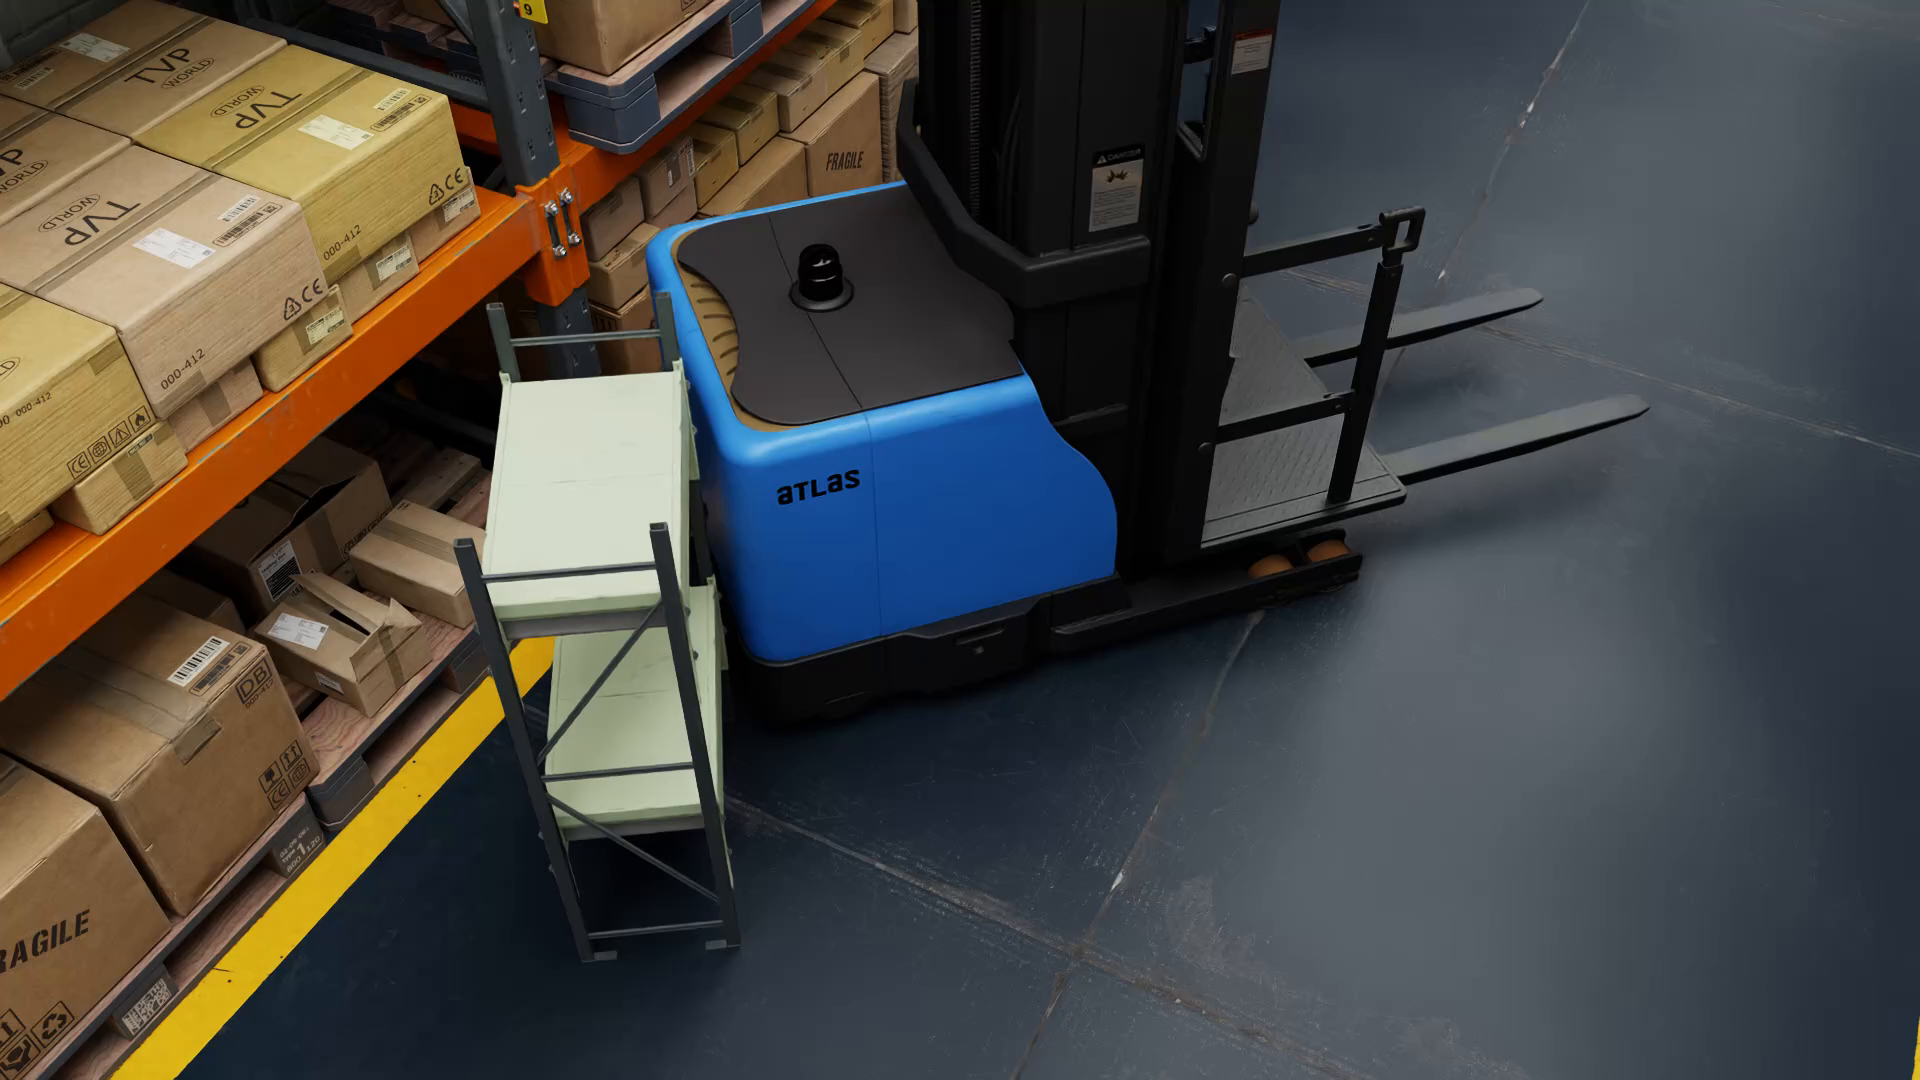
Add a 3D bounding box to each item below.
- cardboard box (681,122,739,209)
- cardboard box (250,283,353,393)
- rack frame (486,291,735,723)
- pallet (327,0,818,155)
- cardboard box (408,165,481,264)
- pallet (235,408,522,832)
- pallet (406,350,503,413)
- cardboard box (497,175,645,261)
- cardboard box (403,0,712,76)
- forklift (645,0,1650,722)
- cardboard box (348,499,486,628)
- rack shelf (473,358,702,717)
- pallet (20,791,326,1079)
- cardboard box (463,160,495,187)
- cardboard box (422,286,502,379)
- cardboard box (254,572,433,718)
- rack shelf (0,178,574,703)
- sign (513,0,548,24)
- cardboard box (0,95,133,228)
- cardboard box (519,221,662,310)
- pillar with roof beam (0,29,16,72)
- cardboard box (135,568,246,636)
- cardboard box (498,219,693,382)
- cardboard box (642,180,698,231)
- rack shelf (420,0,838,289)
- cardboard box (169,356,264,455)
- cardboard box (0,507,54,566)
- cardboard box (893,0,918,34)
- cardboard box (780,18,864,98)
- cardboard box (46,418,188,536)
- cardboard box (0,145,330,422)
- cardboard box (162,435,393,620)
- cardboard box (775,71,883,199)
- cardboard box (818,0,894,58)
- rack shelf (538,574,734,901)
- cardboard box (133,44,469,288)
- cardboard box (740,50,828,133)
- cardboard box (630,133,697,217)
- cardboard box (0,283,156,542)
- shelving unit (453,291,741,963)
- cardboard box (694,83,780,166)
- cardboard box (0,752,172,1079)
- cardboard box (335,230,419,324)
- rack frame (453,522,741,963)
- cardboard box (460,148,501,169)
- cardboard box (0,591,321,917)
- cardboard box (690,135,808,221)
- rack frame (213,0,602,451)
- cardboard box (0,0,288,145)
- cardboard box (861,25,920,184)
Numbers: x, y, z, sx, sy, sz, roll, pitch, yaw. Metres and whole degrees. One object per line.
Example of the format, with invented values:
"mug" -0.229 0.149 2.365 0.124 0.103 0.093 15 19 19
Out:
"cardboard box" -0.945 -1.238 5.370 0.380 0.149 0.250 18 48 17
"cardboard box" -1.642 -0.522 3.833 0.380 0.149 0.250 22 49 20
"rack frame" -0.840 -0.001 4.196 0.400 1.500 0.023 -5 46 -5
"pallet" -1.049 -1.637 4.894 1.003 0.211 1.213 20 49 19
"cardboard box" -1.441 -0.864 4.172 0.380 0.149 0.250 21 49 20
"pallet" -1.836 0.176 4.928 1.003 0.211 1.213 20 49 19
"pallet" -1.172 -0.782 5.874 1.003 0.211 1.213 20 49 19
"cardboard box" -1.168 -0.997 4.923 0.380 0.149 0.250 20 49 18
"cardboard box" -1.094 -1.651 4.407 0.700 0.500 0.500 22 49 20
"forklift" 0.691 -1.164 4.340 3.031 2.935 1.130 -14 47 -14
"cardboard box" -1.515 0.065 4.786 0.380 0.149 0.250 19 48 18
"rack shelf" -0.798 -0.016 3.663 0.431 0.370 0.720 -5 46 -5
"pallet" -2.401 0.947 4.166 1.003 0.211 1.213 20 49 19
"cardboard box" -1.601 -1.061 5.196 0.380 0.149 0.250 19 48 18
"cardboard box" -1.551 -0.913 5.506 0.500 0.500 0.500 20 49 19
"cardboard box" -1.681 0.249 4.522 0.396 0.266 0.258 22 49 20
"rack shelf" -2.445 0.276 3.374 1.077 0.370 4.000 20 49 19
"sign" -1.032 -1.367 3.883 0.100 0.325 0.005 20 49 19
"cardboard box" -2.212 -0.748 3.776 0.500 0.250 0.500 20 49 19
"cardboard box" -1.114 -0.872 5.009 0.380 0.149 0.250 23 50 21
"pillar with roof beam" 1.175 -1.783 0.686 9.100 9.000 0.400 20 49 19
"cardboard box" -2.234 0.229 4.624 0.380 0.149 0.250 20 49 19
"cardboard box" -1.093 -0.736 5.331 0.500 0.500 0.500 22 49 21
"cardboard box" -1.054 -1.072 5.207 0.380 0.149 0.250 19 48 18
"rack shelf" -0.588 -2.244 5.865 1.077 0.370 4.000 20 49 19
"cardboard box" -1.787 -0.365 3.679 0.380 0.149 0.250 22 49 20
"cardboard box" -2.100 -0.069 3.386 0.380 0.149 0.250 21 49 20
"cardboard box" -0.305 -2.033 6.157 0.380 0.149 0.250 18 48 17
"cardboard box" -0.564 -1.715 5.843 0.380 0.149 0.250 22 49 20
"cardboard box" -1.881 -0.195 3.510 0.380 0.149 0.250 20 49 18
"cardboard box" -1.756 -0.567 3.598 0.500 0.250 0.500 21 49 19
"cardboard box" -2.033 -0.101 4.836 0.500 0.311 0.500 22 49 20
"cardboard box" -0.619 -1.388 5.975 0.500 0.500 0.500 19 48 18
"cardboard box" -0.464 -1.895 6.020 0.380 0.149 0.250 21 49 19
"rack shelf" -0.798 0.487 4.173 0.431 0.370 0.720 -5 46 -5
"cardboard box" -1.537 -0.888 3.915 0.500 0.250 0.500 22 49 20
"cardboard box" -0.681 -1.560 5.689 0.380 0.149 0.250 20 49 19
"cardboard box" -1.036 -1.156 5.081 0.380 0.149 0.250 18 48 17
"cardboard box" -1.999 -0.257 3.292 0.500 0.250 0.500 20 49 19
"shelving unit" -0.798 0.258 3.941 0.431 1.500 0.755 -5 46 -5
"cardboard box" -0.830 -1.415 5.545 0.380 0.149 0.250 20 49 18
"cardboard box" -2.240 0.834 3.779 0.500 0.500 0.500 21 49 20
"cardboard box" -1.542 -0.693 4.003 0.380 0.149 0.250 22 49 20
"rack frame" -0.756 0.517 3.685 0.400 1.500 0.023 -5 46 -5
"cardboard box" -1.484 -1.229 5.361 0.380 0.149 0.250 20 49 19
"cardboard box" -2.092 0.480 4.129 0.700 0.500 0.500 19 48 18
"cardboard box" -0.854 -1.075 5.666 0.500 0.500 0.500 20 49 19
"rack frame" -1.516 -1.237 4.364 1.000 3.000 0.127 20 49 19
"cardboard box" -1.986 -1.066 4.091 0.500 0.250 0.500 20 49 19
"cardboard box" -0.372 -1.713 6.296 0.500 0.500 0.500 19 48 18
